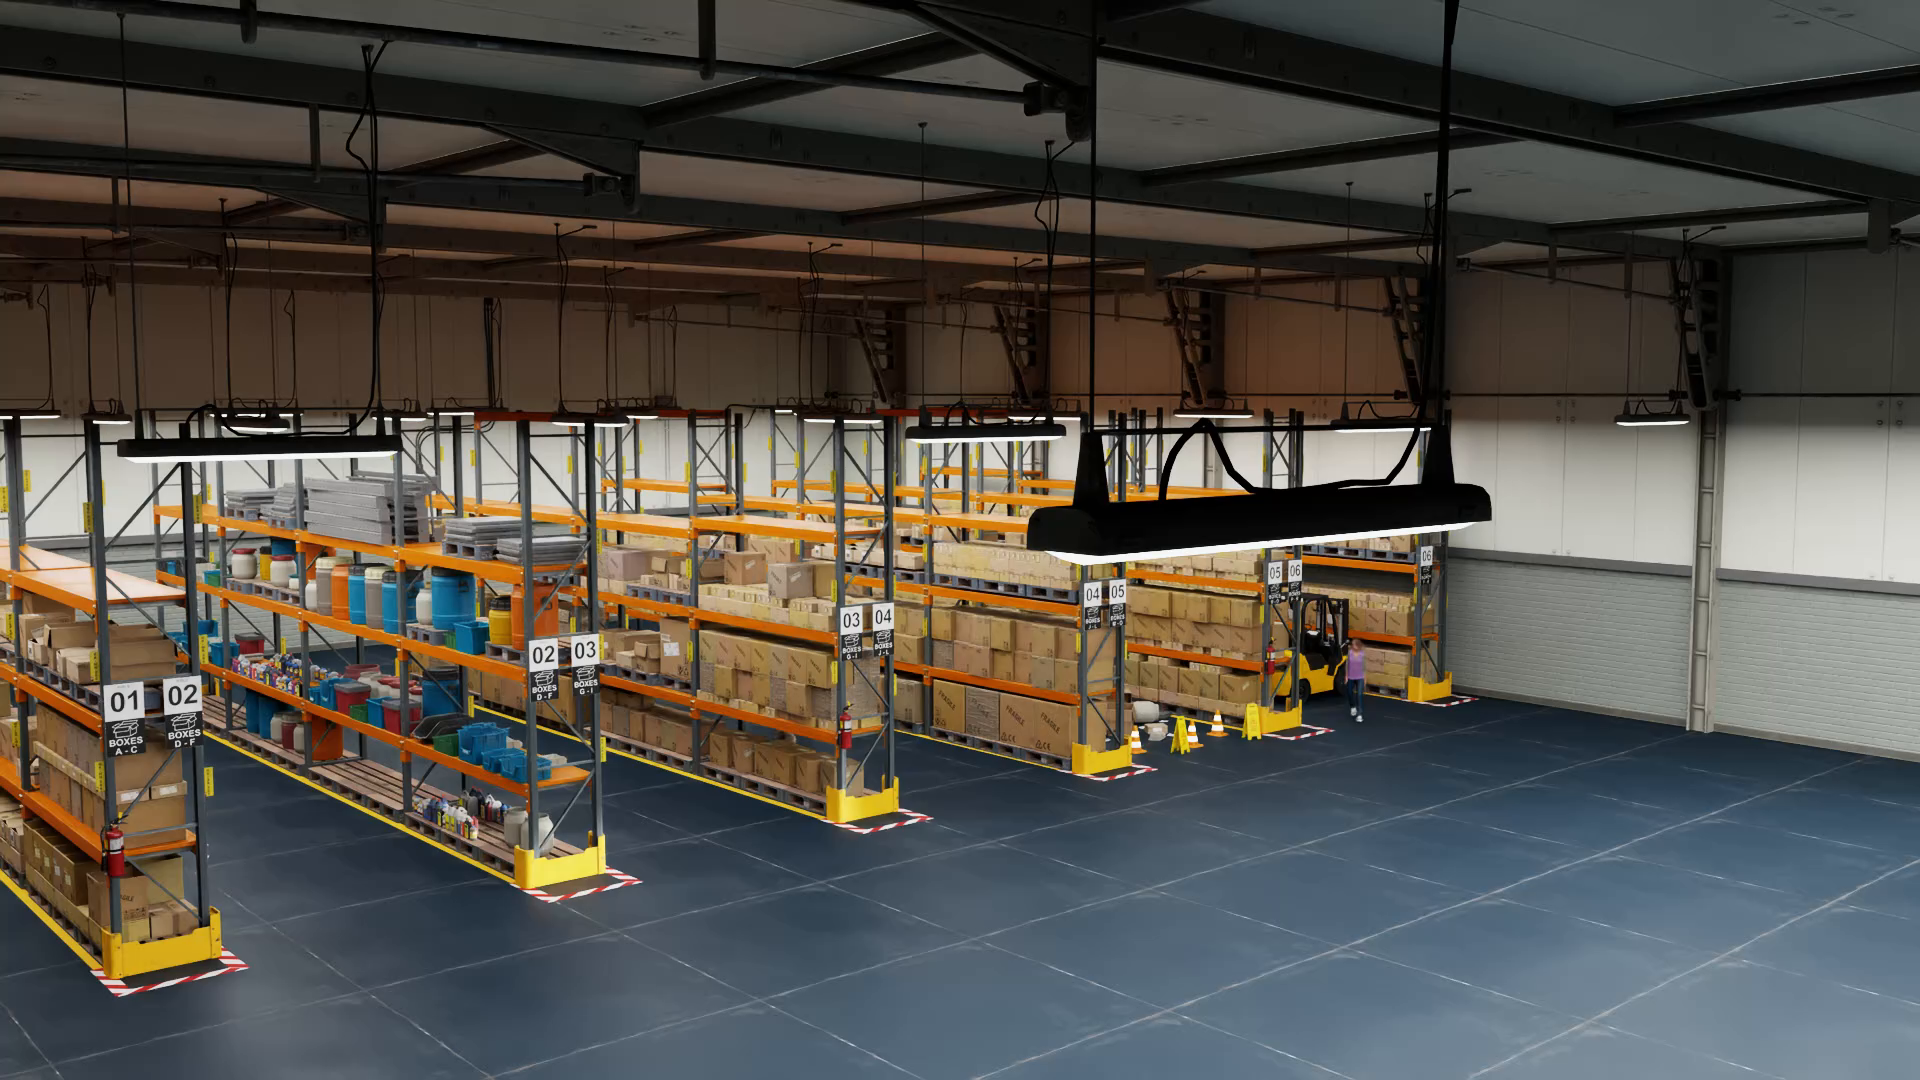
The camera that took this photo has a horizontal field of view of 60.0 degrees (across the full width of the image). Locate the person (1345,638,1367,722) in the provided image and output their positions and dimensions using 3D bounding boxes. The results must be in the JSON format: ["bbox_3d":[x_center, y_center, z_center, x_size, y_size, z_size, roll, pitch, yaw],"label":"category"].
[{"bbox_3d":[7.711,2.693,32.350,0.392,1.590,0.685,2,6,25],"label":"person"}]

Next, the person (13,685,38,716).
[{"bbox_3d":[-17.931,2.698,31.893,0.603,1.680,0.734,-3,6,-31],"label":"person"}]

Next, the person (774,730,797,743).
[{"bbox_3d":[-2.942,2.925,28.976,0.976,1.677,0.547,3,6,33],"label":"person"}]
